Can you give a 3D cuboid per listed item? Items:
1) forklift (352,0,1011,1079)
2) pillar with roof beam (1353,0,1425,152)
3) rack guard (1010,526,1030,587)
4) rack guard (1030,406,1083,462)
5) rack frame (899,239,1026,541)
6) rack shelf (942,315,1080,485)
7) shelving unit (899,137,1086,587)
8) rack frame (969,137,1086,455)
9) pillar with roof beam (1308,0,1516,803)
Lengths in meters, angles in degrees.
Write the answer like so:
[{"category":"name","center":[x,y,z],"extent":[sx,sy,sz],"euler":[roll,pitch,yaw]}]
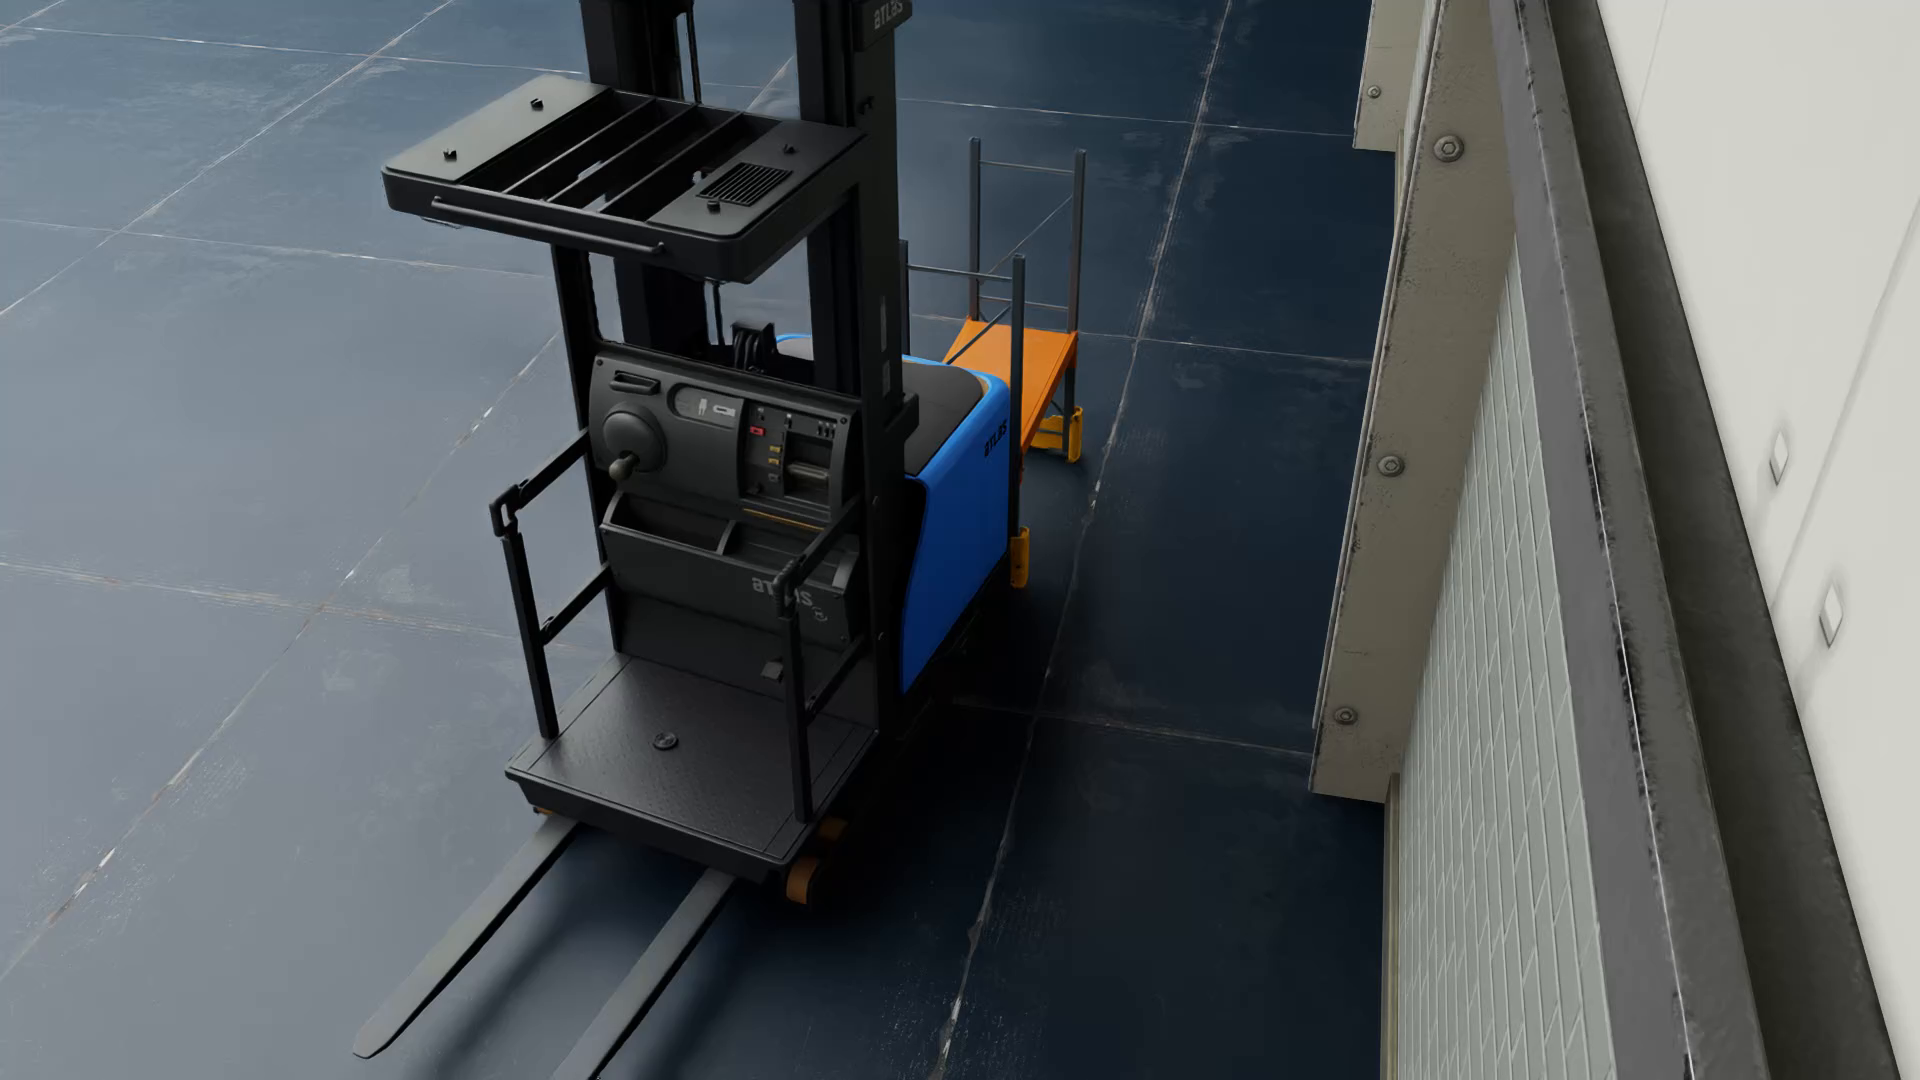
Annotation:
[{"category":"forklift","center":[-0.852,-0.256,5.105],"extent":[1.130,2.935,3.031],"euler":[14,38,19]},{"category":"pillar with roof beam","center":[-1.475,-6.810,8.978],"extent":[9.100,9.000,0.400],"euler":[7,37,10]},{"category":"rack guard","center":[-0.001,0.026,7.001],"extent":[0.587,0.250,0.087],"euler":[10,37,13]},{"category":"rack guard","center":[0.277,-0.535,7.775],"extent":[0.587,0.250,0.087],"euler":[10,37,13]},{"category":"rack frame","center":[-0.001,-0.479,6.633],"extent":[0.500,1.500,0.032],"euler":[10,37,13]},{"category":"rack shelf","center":[0.141,-0.620,7.134],"extent":[0.538,0.185,1.000],"euler":[10,37,13]},{"category":"shelving unit","center":[0.138,-0.760,7.021],"extent":[0.587,1.500,1.083],"euler":[10,37,13]},{"category":"rack frame","center":[0.283,-1.052,7.423],"extent":[0.500,1.500,0.032],"euler":[10,37,13]},{"category":"pillar with roof beam","center":[-2.757,-3.370,4.232],"extent":[9.100,9.000,0.400],"euler":[7,37,10]}]
